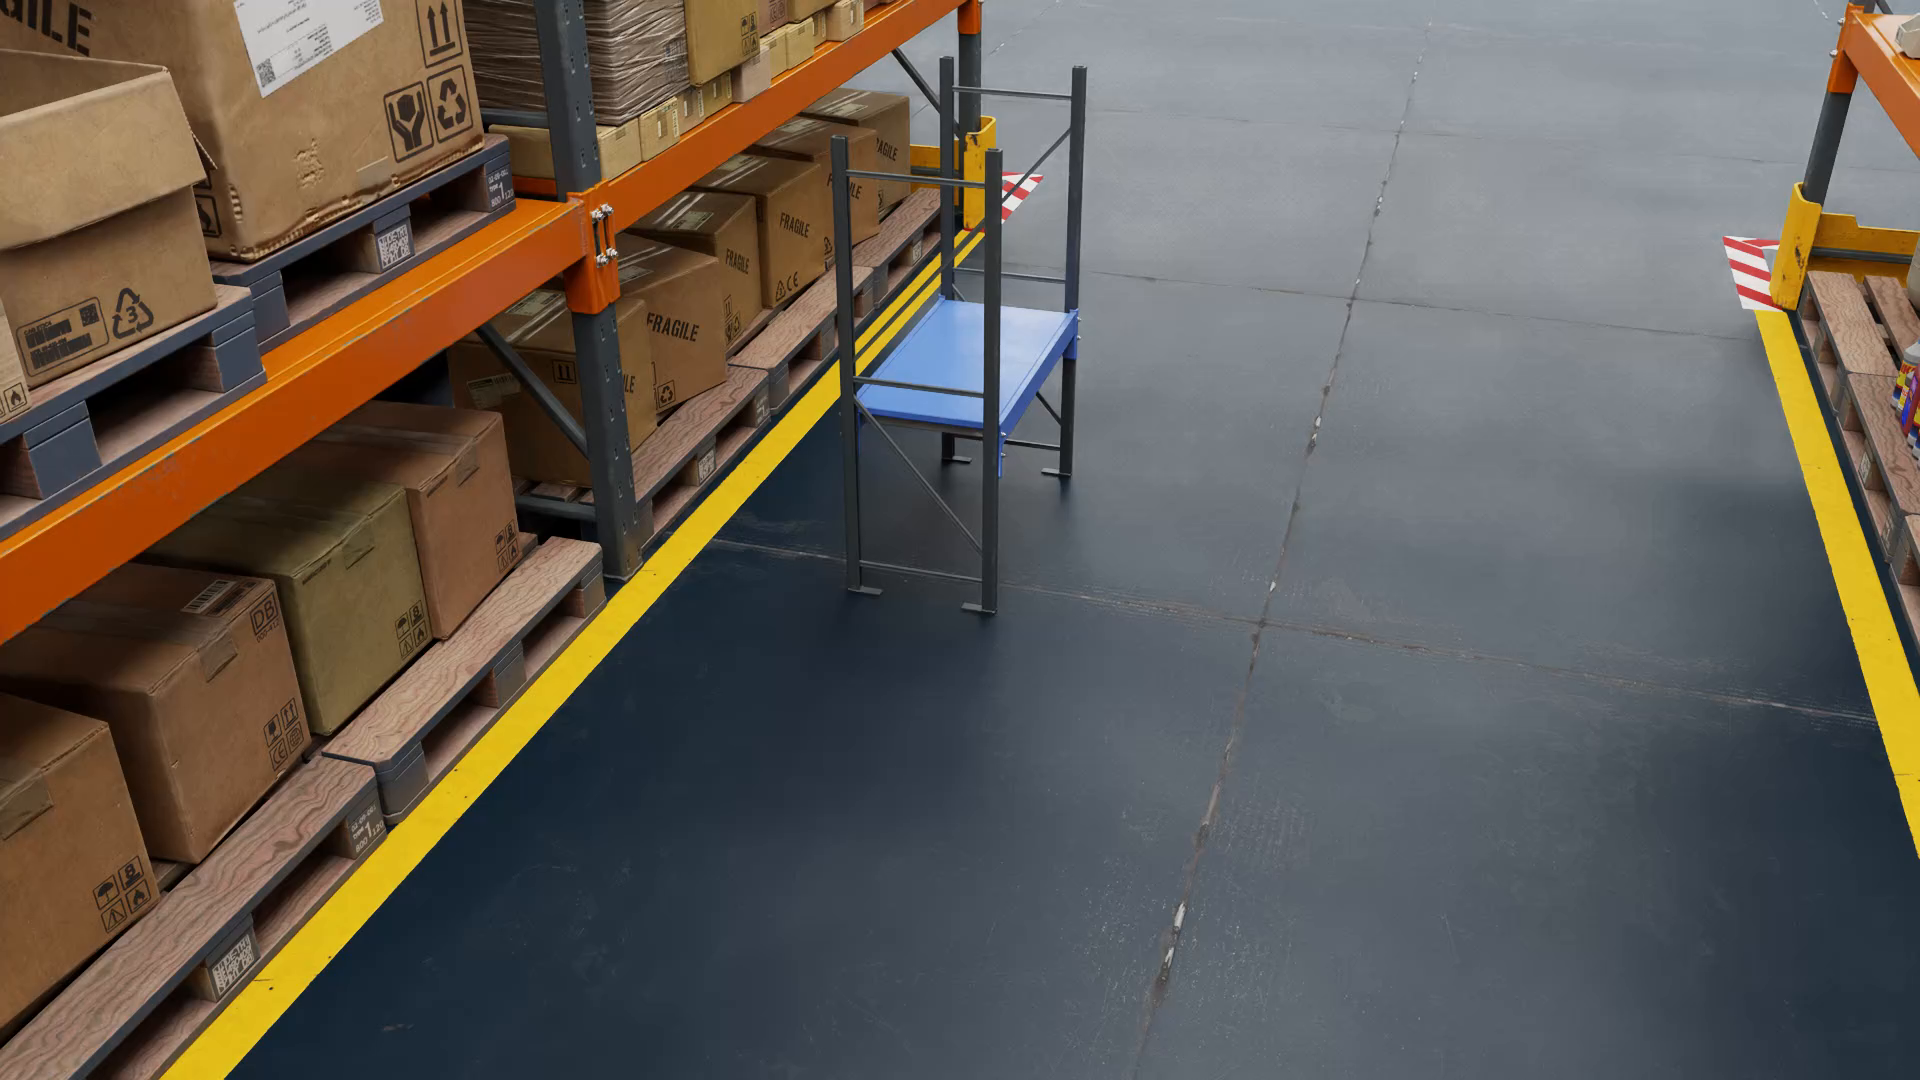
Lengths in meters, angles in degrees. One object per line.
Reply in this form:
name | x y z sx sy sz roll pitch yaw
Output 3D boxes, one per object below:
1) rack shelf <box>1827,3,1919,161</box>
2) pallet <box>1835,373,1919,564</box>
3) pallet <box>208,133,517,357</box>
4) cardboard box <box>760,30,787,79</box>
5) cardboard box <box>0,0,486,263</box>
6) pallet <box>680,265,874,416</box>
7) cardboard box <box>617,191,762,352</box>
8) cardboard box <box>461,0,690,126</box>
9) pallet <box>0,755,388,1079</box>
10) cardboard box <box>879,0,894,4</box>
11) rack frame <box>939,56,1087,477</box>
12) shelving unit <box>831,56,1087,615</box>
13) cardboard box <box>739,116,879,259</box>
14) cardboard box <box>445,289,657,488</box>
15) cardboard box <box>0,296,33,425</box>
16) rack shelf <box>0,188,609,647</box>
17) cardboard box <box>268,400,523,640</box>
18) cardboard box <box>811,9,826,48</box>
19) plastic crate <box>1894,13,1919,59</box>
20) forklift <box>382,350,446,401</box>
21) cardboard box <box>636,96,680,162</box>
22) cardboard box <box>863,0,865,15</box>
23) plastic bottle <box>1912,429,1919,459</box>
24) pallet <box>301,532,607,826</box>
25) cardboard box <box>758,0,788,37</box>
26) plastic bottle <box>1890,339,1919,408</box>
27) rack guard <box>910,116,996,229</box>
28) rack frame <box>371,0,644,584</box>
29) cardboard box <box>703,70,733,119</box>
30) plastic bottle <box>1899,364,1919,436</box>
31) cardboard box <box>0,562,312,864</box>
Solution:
rack shelf | 3.762 -1.174 5.514 1.077 0.370 4.000 8 30 15
pallet | 3.769 -0.215 5.919 1.003 0.211 1.213 8 30 15
pallet | -1.923 -0.847 4.384 1.003 0.211 1.213 8 30 15
cardboard box | -0.865 -1.797 6.153 0.380 0.149 0.250 8 30 15
cardboard box | -1.926 -1.362 4.063 1.000 1.000 1.000 9 30 15
pallet | -1.040 -0.933 7.210 1.003 0.211 1.213 8 30 15
cardboard box | -1.136 -1.104 6.788 0.500 0.500 0.500 6 30 10
cardboard box | -1.368 -1.639 5.202 0.875 0.500 0.500 8 30 15
pallet | -2.143 0.884 3.944 1.003 0.211 1.213 8 30 15
cardboard box | -0.458 -2.499 7.415 0.380 0.149 0.250 8 30 15
rack frame | 0.174 -0.931 5.881 0.500 1.500 0.032 8 30 15
shelving unit | 0.025 -0.695 5.457 0.538 1.500 1.048 8 30 15
cardboard box | -0.727 -1.645 7.761 0.500 0.500 0.500 17 33 28
cardboard box | -1.404 -0.537 5.768 0.500 0.500 0.500 8 30 13
cardboard box | -2.022 -0.270 2.873 0.500 0.250 0.500 8 30 13
rack shelf | -2.146 -0.022 3.443 1.077 0.370 4.000 8 30 15
cardboard box | -1.760 -0.083 4.932 0.700 0.500 0.500 6 30 11
cardboard box | -0.751 -2.034 6.580 0.380 0.149 0.250 8 30 15
plastic crate | 3.779 -1.932 6.409 0.298 0.136 0.250 8 30 15
forklift | -2.967 -1.558 5.535 1.130 2.935 3.031 8 30 14
cardboard box | -1.123 -1.327 5.308 0.380 0.149 0.250 8 30 15
cardboard box | -0.623 -2.269 7.002 0.380 0.149 0.250 8 30 15
plastic bottle | 3.389 -0.414 5.762 0.097 0.271 0.097 0 29 0
pallet | -1.786 0.315 4.966 1.003 0.211 1.213 8 30 15
cardboard box | -1.137 -2.113 6.055 0.875 0.500 0.500 8 30 15
plastic bottle | 3.519 -0.619 6.132 0.097 0.271 0.097 0 29 0
rack guard | -0.408 -1.997 8.825 1.175 0.500 0.348 8 30 15
rack frame | -1.559 -1.265 4.939 1.000 3.000 0.127 8 30 15
cardboard box | -1.012 -1.565 5.735 0.380 0.149 0.250 8 30 15
plastic bottle | 3.436 -0.522 5.944 0.061 0.283 0.133 9 30 16
cardboard box | -2.082 0.396 4.071 0.700 0.500 0.500 6 30 11
